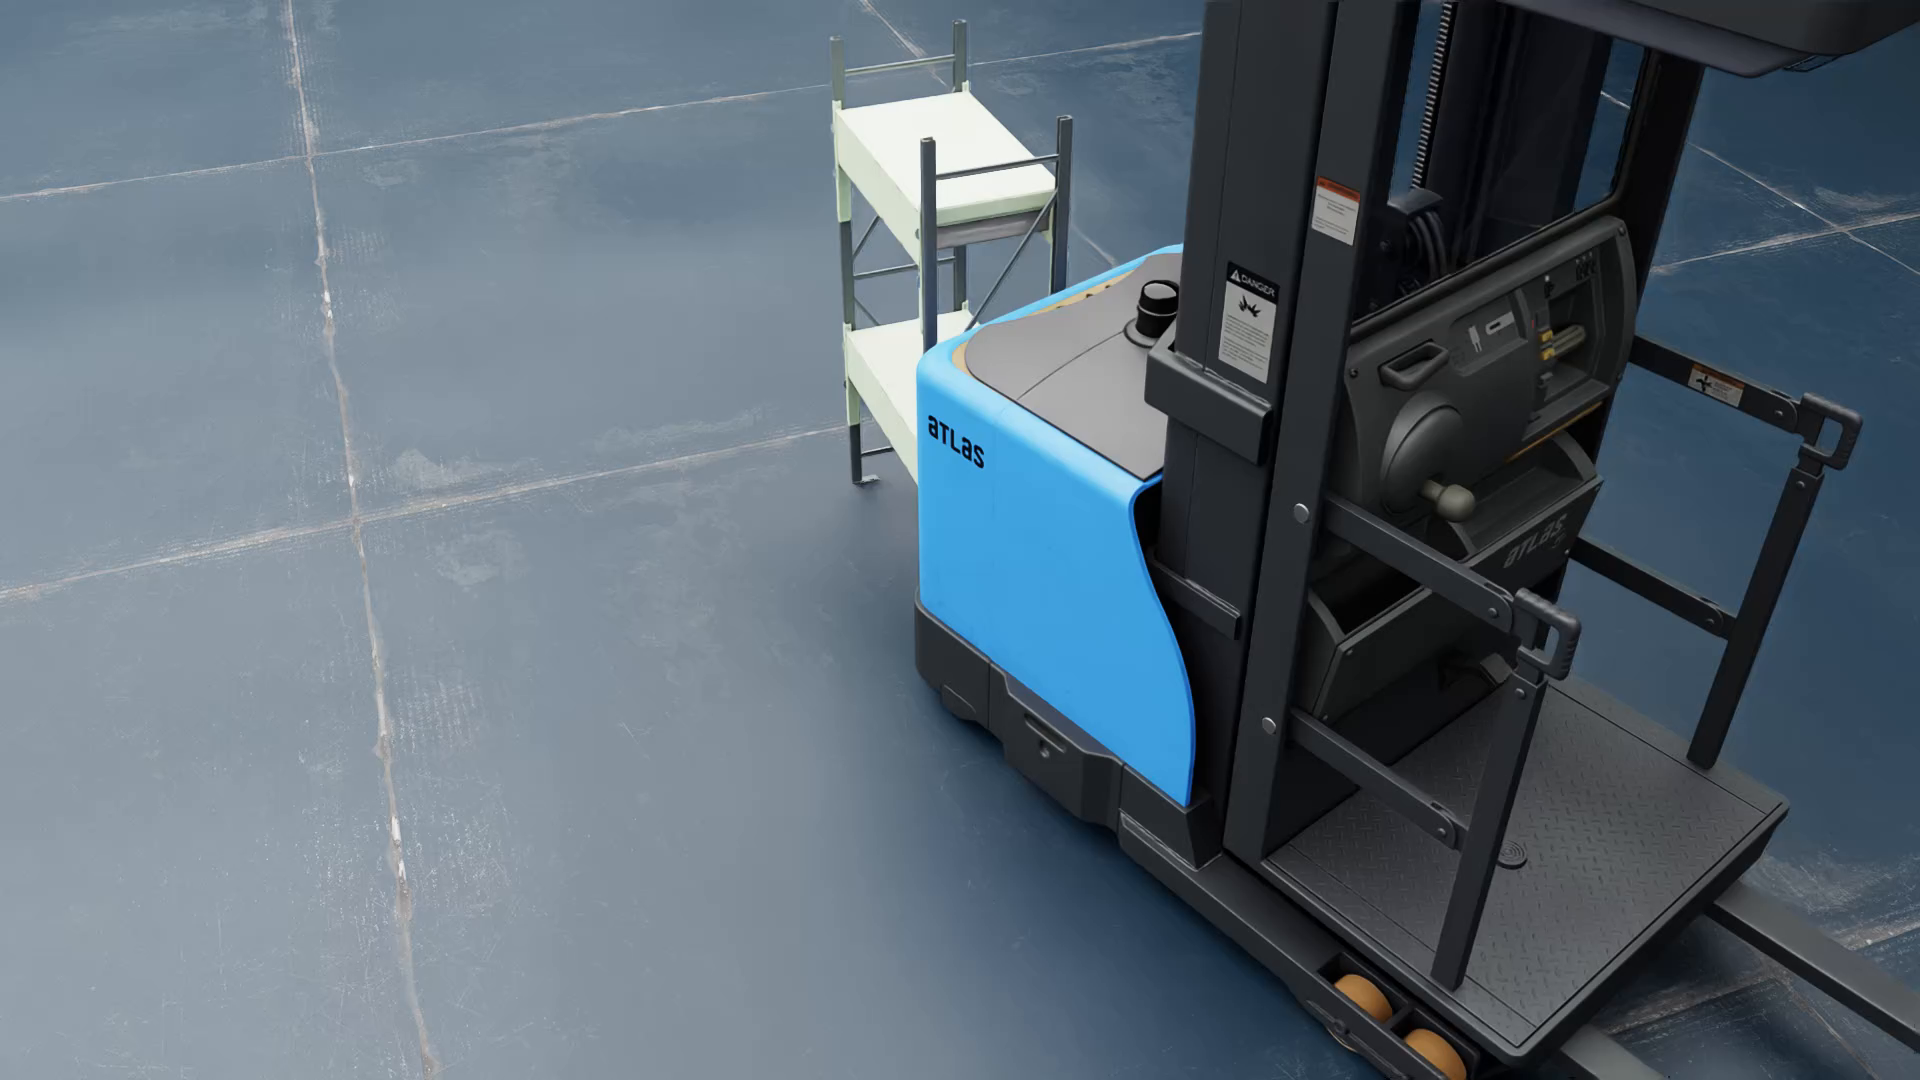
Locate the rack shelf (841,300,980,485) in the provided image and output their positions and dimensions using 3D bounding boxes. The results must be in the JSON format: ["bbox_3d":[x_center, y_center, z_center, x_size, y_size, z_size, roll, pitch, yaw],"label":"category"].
[{"bbox_3d":[-0.040,-0.363,5.028,0.431,0.370,0.720,-13,39,-17],"label":"rack shelf"}]

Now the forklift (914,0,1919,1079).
[{"bbox_3d":[1.210,-0.285,3.193,1.130,2.935,3.031,-27,45,-31],"label":"forklift"}]

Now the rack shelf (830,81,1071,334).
[{"bbox_3d":[-0.040,-0.935,4.597,0.431,0.370,0.720,-13,39,-17],"label":"rack shelf"}]

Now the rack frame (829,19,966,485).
[{"bbox_3d":[-0.172,-0.829,5.104,0.400,1.500,0.023,-13,39,-17],"label":"rack frame"}]

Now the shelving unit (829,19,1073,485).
[{"bbox_3d":[-0.040,-0.624,4.832,0.431,1.500,0.755,-13,39,-17],"label":"shelving unit"}]

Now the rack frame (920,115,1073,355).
[{"bbox_3d":[0.092,-0.418,4.559,0.400,1.500,0.023,-13,39,-17],"label":"rack frame"}]
